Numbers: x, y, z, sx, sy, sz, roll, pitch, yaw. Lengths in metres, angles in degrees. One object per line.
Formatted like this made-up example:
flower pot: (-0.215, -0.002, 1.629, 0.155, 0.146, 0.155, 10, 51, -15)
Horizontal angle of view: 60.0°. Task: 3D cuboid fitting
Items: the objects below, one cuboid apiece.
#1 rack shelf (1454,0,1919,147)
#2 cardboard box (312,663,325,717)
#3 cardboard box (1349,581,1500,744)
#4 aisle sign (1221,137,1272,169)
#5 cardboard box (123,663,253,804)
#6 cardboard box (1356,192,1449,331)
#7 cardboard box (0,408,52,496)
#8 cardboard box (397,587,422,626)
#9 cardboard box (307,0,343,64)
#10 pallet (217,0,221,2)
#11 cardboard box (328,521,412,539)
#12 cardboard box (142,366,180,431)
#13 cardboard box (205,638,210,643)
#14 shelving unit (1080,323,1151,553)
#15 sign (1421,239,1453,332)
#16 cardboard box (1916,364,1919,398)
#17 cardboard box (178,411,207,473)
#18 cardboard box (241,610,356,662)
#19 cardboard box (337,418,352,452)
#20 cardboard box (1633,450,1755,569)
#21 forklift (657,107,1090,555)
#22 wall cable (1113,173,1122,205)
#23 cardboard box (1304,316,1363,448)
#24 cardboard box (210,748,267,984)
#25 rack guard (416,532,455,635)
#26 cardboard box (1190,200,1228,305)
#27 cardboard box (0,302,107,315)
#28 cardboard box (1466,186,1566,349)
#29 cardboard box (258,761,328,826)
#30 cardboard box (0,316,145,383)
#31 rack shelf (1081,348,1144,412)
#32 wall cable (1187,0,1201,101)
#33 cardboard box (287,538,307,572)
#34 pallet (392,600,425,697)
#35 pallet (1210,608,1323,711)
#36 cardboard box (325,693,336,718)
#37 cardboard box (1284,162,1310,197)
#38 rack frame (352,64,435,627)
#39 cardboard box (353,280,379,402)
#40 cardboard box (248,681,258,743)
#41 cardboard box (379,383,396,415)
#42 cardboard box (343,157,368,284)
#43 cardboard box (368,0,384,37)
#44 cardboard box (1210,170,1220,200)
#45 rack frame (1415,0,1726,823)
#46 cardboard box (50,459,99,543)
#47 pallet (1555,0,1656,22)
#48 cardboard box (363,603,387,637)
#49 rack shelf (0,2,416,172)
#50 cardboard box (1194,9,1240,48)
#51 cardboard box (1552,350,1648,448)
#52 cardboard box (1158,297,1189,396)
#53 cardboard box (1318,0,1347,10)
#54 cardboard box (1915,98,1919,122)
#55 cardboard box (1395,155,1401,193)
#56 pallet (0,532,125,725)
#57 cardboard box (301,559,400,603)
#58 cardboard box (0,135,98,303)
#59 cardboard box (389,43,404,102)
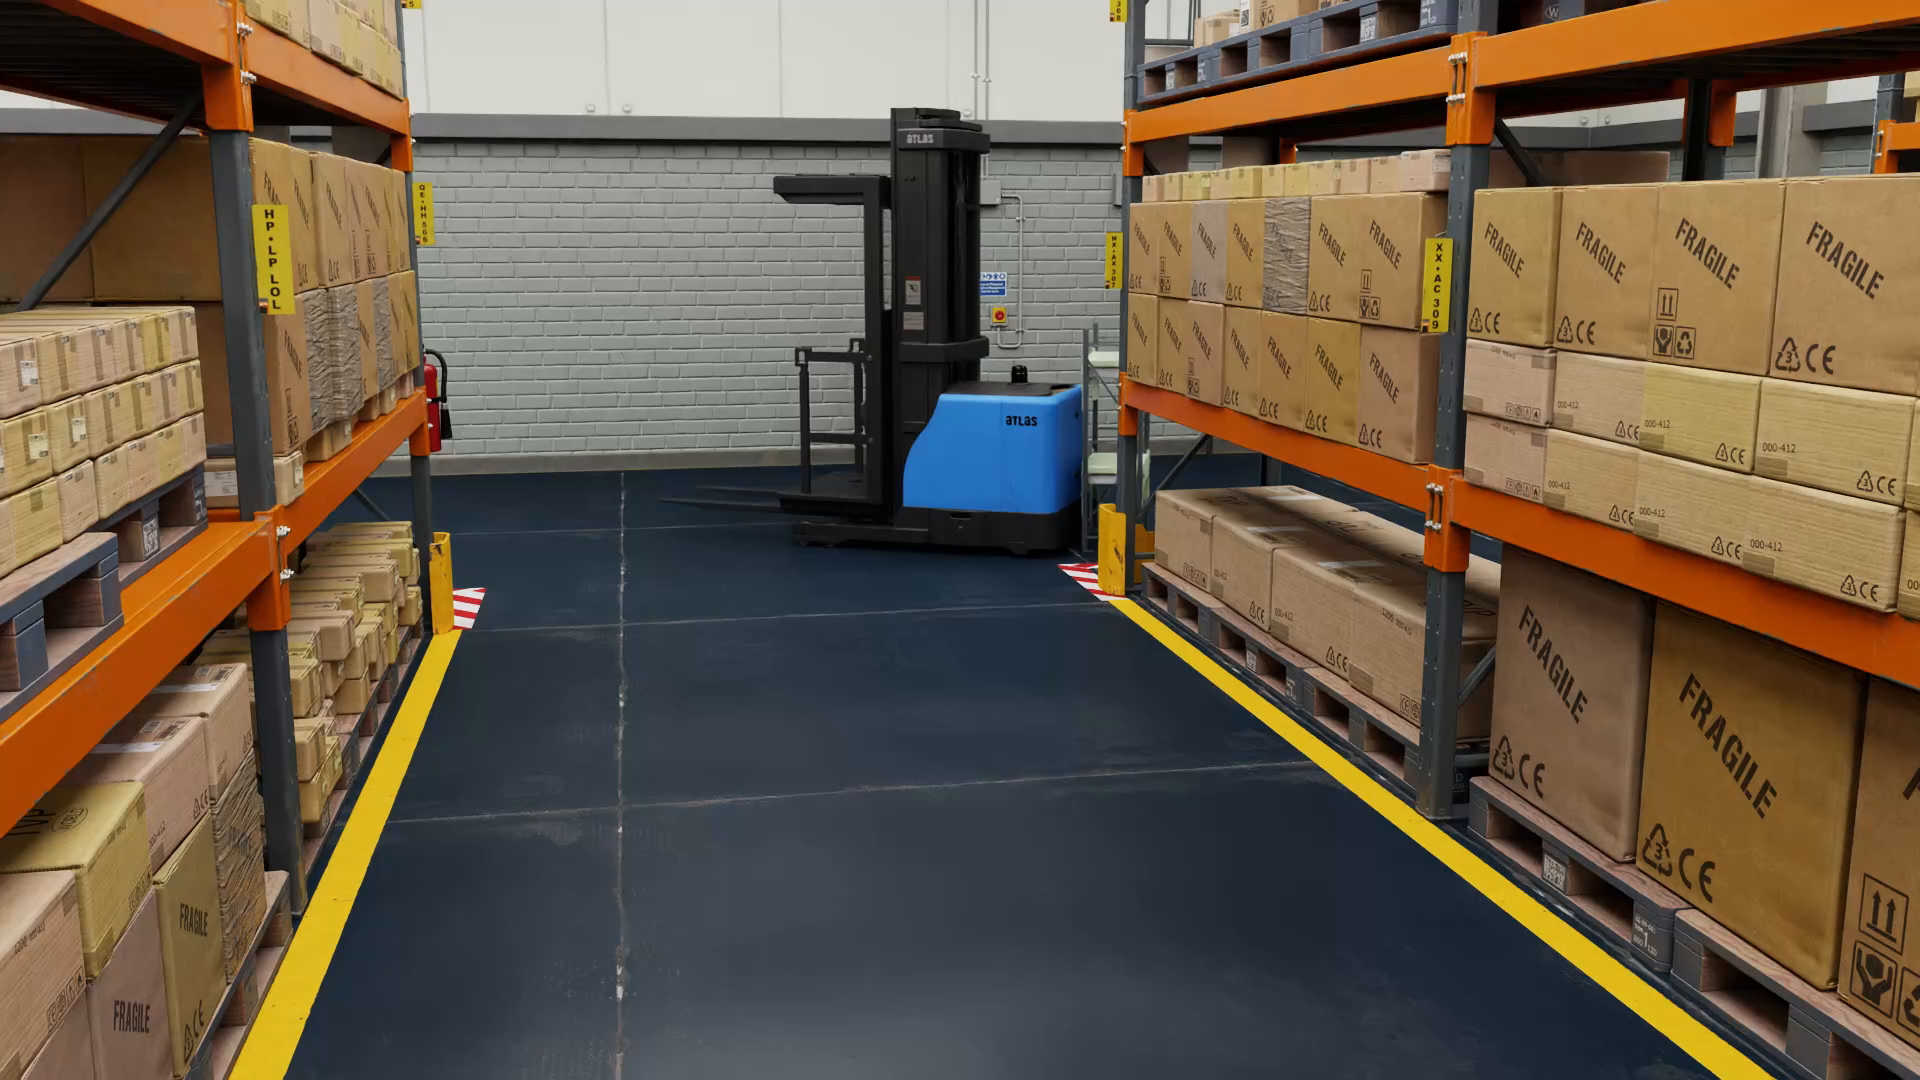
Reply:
rack shelf: (2.613, -1.206, 3.911, 1.077, 0.370, 4.000, -2, 11, -11)
cardboard box: (-2.638, 0.580, 6.333, 0.380, 0.149, 0.250, -3, 11, -14)
cardboard box: (2.207, 0.481, 6.877, 0.875, 0.438, 0.875, -2, 11, -12)
aisle sign: (1.736, -2.488, 9.791, 0.394, 0.787, 0.004, -2, 11, -11)
cardboard box: (-2.219, 0.527, 4.463, 0.500, 0.250, 0.500, -2, 11, -13)
cardboard box: (1.861, -1.069, 6.350, 0.500, 0.500, 0.500, -2, 11, -11)
cardboard box: (-2.081, -0.176, 3.349, 0.380, 0.149, 0.250, -2, 11, -11)
cardboard box: (-2.933, 0.339, 8.394, 0.380, 0.149, 0.250, -2, 11, -9)
cardboard box: (-2.631, -1.936, 6.225, 0.500, 0.250, 0.500, -2, 11, -9)
pallet: (-2.596, -1.518, 4.130, 1.213, 0.211, 1.003, -2, 11, -11)
cardboard box: (-3.038, 0.002, 8.573, 0.380, 0.149, 0.250, -2, 11, -10)
cardboard box: (-2.288, -0.369, 4.365, 0.380, 0.149, 0.250, -2, 11, -11)
cardboard box: (-3.173, 0.505, 6.728, 0.380, 0.149, 0.250, -3, 11, -14)
shelving unit: (1.080, -0.719, 11.450, 0.431, 1.500, 0.755, 1, 11, 10)
sign: (1.680, -0.896, 5.856, 0.100, 0.325, 0.005, -2, 11, -11)
cardboard box: (2.447, -0.530, 3.515, 0.500, 0.500, 0.500, -2, 11, -11)
cardboard box: (-2.340, -0.271, 4.648, 0.380, 0.149, 0.250, -2, 11, -12)
cardboard box: (-2.611, 0.383, 6.570, 0.380, 0.149, 0.250, -2, 11, -10)
cardboard box: (-2.650, -0.434, 6.627, 0.380, 0.149, 0.250, -2, 11, -8)
cardboard box: (2.237, -0.099, 4.596, 0.500, 0.250, 0.500, -2, 11, -11)
forklift: (-0.654, -1.481, 11.638, 3.031, 2.935, 1.130, 4, 11, 18)
wall cable: (1.716, -2.772, 15.522, 0.588, 1.984, 0.122, -2, 11, -11)
cardboard box: (1.778, -0.672, 6.935, 0.500, 0.500, 0.500, -2, 11, -12)
cardboard box: (-2.221, 0.894, 4.538, 0.500, 0.500, 0.500, -2, 11, -12)
rack guard: (-3.375, 0.254, 9.023, 1.175, 0.500, 0.348, -2, 11, -11)
cardboard box: (1.475, -1.439, 8.295, 0.500, 0.500, 0.500, -2, 11, -11)
cardboard box: (-2.983, -0.528, 5.383, 0.500, 0.500, 0.500, -2, 11, -11)
cardboard box: (2.028, -0.902, 5.470, 0.500, 0.500, 0.500, -2, 11, -10)
cardboard box: (-2.367, 0.862, 5.648, 0.380, 0.149, 0.250, -3, 11, -13)
cardboard box: (-2.241, -0.466, 4.079, 0.380, 0.149, 0.250, -2, 11, -13)
rack shelf: (1.077, -1.102, 11.377, 0.431, 0.370, 0.720, 1, 11, 10)
wall cable: (3.542, -5.306, 15.406, 2.988, 3.039, 0.133, -2, 11, -11)
cardboard box: (-3.449, 0.069, 8.222, 0.380, 0.149, 0.250, -2, 11, -10)
pallet: (-3.252, 0.547, 8.261, 1.003, 0.211, 1.213, -2, 11, -11)
pallet: (1.912, 0.551, 8.238, 1.003, 0.211, 1.213, -2, 11, -11)
cardboard box: (-2.703, 0.676, 6.621, 0.380, 0.149, 0.250, -3, 11, -13)
cardboard box: (1.665, -1.593, 7.368, 0.380, 0.149, 0.250, -2, 11, -12)
rack frame: (-3.390, -0.988, 8.863, 1.000, 3.000, 0.127, -2, 11, -11)
cardboard box: (-2.760, -0.831, 6.975, 0.500, 0.500, 0.500, -2, 11, -8)
cardboard box: (-2.476, 0.577, 5.551, 0.380, 0.149, 0.250, -2, 11, -9)
cardboard box: (-2.901, -0.676, 7.899, 0.380, 0.149, 0.250, -2, 11, -9)
cardboard box: (-2.742, -1.314, 6.842, 0.500, 0.500, 0.500, -3, 11, -13)
cardboard box: (-2.950, -2.464, 7.662, 0.500, 0.250, 0.500, -2, 11, -13)
cardboard box: (1.474, -1.779, 8.343, 0.380, 0.149, 0.250, -2, 11, -10)
rack frame: (2.224, -0.452, 6.051, 1.000, 3.000, 0.127, -2, 11, -11)
cardboard box: (-2.134, -0.081, 3.648, 0.380, 0.149, 0.250, -3, 11, -13)
pallet: (2.451, -1.666, 4.915, 0.805, 0.209, 1.217, -3, 11, -13)
cardboard box: (-2.759, 0.384, 7.361, 0.380, 0.149, 0.250, -2, 11, -8)
rack shelf: (-3.001, -1.741, 6.722, 1.077, 0.370, 4.000, -2, 11, -11)
cardboard box: (1.622, -2.762, 9.174, 0.500, 0.250, 0.500, -3, 11, -16)
cardboard box: (2.162, -0.439, 5.044, 0.500, 0.250, 0.500, -2, 11, -10)
cardboard box: (1.384, -1.045, 8.897, 0.500, 0.500, 0.500, -2, 11, -12)
cardboard box: (1.930, -2.478, 7.006, 0.797, 0.503, 0.637, -1, 11, -7)
cardboard box: (6.148, -2.651, 10.249, 0.380, 0.149, 0.250, -2, 11, -10)
cardboard box: (1.907, -1.409, 6.399, 0.380, 0.149, 0.250, -2, 11, -10)
pallet: (-2.259, 0.212, 3.071, 1.003, 0.211, 1.213, -2, 11, -11)
cardboard box: (-2.776, 0.190, 7.584, 0.380, 0.149, 0.250, -2, 11, -9)
cardboard box: (-2.968, -1.017, 5.279, 0.500, 0.500, 0.500, -3, 11, -13)
cardboard box: (-3.042, -2.314, 8.208, 0.500, 0.250, 0.500, -2, 11, -12)
